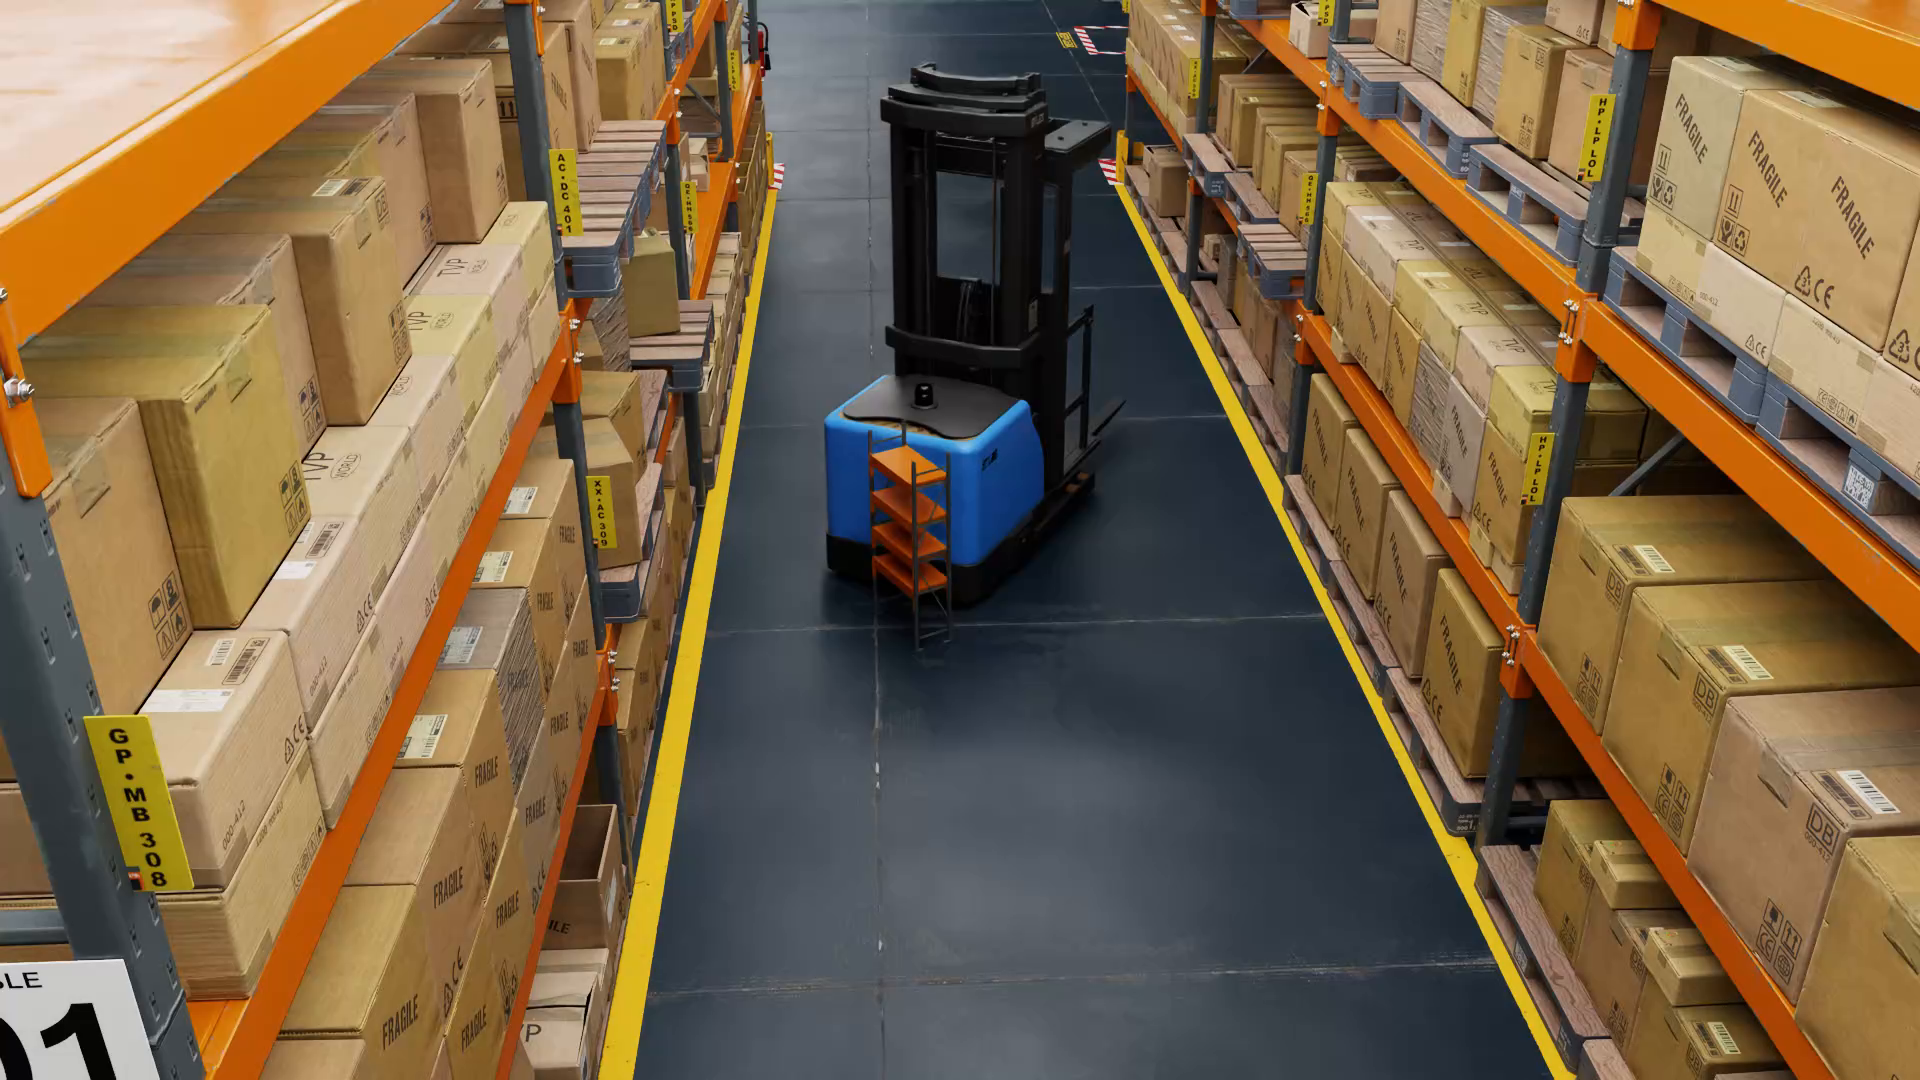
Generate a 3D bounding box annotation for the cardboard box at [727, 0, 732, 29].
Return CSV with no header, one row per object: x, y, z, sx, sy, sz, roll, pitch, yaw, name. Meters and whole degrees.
-2.558,-5.156,15.882,0.700,0.500,0.500,-1,28,-2,cardboard box

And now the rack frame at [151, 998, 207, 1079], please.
-1.797,2.136,3.410,1.000,3.000,0.127,-1,28,-3,rack frame

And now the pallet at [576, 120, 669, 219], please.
-2.027,-1.739,7.801,1.213,0.211,1.003,-1,28,-3,pallet

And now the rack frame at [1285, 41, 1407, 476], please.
2.732,-1.680,10.726,1.000,3.000,0.127,-1,28,-3,rack frame

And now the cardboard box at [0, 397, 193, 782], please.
-1.840,0.082,2.916,0.700,0.500,0.500,-1,28,-3,cardboard box

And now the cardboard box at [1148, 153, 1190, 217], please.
2.279,-3.536,16.513,0.700,0.500,0.500,-3,28,-6,cardboard box

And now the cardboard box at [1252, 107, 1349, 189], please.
2.603,-2.969,12.614,0.700,0.500,0.500,2,28,4,cardboard box

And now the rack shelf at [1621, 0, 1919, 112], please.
3.045,-1.072,4.285,1.077,0.370,4.000,-1,28,-3,rack shelf

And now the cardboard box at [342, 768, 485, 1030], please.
-1.613,0.965,4.467,0.500,0.500,0.500,-1,28,-2,cardboard box

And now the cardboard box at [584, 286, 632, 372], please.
-2.212,-1.074,9.003,0.700,0.500,0.500,4,28,7,cardboard box

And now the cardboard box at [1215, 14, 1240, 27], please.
2.625,-4.732,15.910,0.500,0.500,0.500,-1,28,-2,cardboard box

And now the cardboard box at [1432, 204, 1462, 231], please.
3.038,-1.755,9.608,0.500,0.250,0.500,-2,28,-4,cardboard box

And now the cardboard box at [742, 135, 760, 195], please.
-2.216,-3.619,16.154,0.500,0.500,0.500,-1,28,-3,cardboard box

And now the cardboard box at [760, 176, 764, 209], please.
-2.243,-3.518,16.770,0.500,0.250,0.500,-1,28,-3,cardboard box

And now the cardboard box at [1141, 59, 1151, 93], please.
2.085,-4.608,16.483,0.500,0.250,0.500,-2,28,-3,cardboard box

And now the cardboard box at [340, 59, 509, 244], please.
-1.942,-1.305,5.575,0.700,0.500,0.500,-1,28,-3,cardboard box

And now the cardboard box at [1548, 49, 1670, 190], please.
3.005,-1.811,7.150,0.700,0.500,0.500,-3,28,-5,cardboard box

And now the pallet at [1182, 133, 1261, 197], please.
2.418,-3.085,13.629,1.003,0.211,1.213,-1,28,-3,pallet

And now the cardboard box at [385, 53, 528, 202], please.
-1.959,-1.550,6.565,0.600,0.600,0.600,-4,28,-8,cardboard box

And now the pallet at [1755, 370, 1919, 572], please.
3.034,-0.183,4.709,1.003,0.211,1.213,-1,28,-3,pallet

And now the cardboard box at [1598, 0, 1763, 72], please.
3.026,-2.144,6.978,0.500,0.250,0.500,1,28,1,cardboard box

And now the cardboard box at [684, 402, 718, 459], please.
-1.949,-0.774,11.510,0.500,0.250,0.500,-1,28,-3,cardboard box

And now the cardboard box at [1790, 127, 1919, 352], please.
2.762,-0.858,4.696,0.500,0.500,0.500,-1,28,-2,cardboard box

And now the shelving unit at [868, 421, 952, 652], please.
-0.283,-0.016,9.480,0.258,1.200,0.503,-16,32,-27,shelving unit

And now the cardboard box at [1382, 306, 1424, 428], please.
2.580,-0.923,8.824,0.500,0.500,0.500,-1,28,-1,cardboard box

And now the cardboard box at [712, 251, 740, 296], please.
-2.083,-2.201,13.639,0.500,0.311,0.500,-1,28,-1,cardboard box

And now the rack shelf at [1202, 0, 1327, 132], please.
2.627,-3.614,11.970,1.077,0.370,4.000,-1,28,-3,rack shelf

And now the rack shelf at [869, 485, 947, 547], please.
-0.284,-0.154,9.407,0.258,0.148,0.480,-16,32,-27,rack shelf

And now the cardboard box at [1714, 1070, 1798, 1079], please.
2.960,2.153,5.627,0.700,0.500,0.500,-2,28,-4,cardboard box

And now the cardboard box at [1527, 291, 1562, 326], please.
3.112,-1.041,8.241,0.500,0.250,0.500,-2,28,-4,cardboard box

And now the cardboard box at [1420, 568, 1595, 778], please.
2.777,0.638,8.154,0.750,0.750,0.750,-1,28,-2,cardboard box

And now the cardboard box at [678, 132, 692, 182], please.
-2.372,-2.851,12.865,0.500,0.500,0.500,1,28,1,cardboard box

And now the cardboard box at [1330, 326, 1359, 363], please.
2.452,-1.178,10.015,0.380,0.149,0.250,-1,28,-1,cardboard box

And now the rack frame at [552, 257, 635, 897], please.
-2.006,0.289,6.952,1.000,3.000,0.127,-1,28,-3,rack frame

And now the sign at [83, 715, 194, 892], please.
-1.255,0.406,2.540,0.100,0.325,0.005,-1,28,-3,sign

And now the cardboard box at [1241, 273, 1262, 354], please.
2.641,-1.800,13.185,0.700,0.500,0.500,-1,28,-2,cardboard box

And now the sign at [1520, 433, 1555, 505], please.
2.399,-0.293,6.902,0.100,0.325,0.005,-1,28,-3,sign

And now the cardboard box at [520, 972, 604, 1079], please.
-1.654,1.889,6.317,0.500,0.311,0.500,-1,28,-3,cardboard box

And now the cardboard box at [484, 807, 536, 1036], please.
-1.637,1.180,5.136,0.500,0.500,0.500,-1,28,-2,cardboard box

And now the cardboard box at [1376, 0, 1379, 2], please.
2.924,-3.401,10.653,0.500,0.500,0.500,-1,28,-3,cardboard box

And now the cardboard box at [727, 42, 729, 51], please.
-2.316,-4.461,15.250,0.380,0.149,0.250,-2,28,-4,cardboard box

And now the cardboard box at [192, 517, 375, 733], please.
-1.583,0.177,3.546,0.500,0.250,0.500,-1,28,-3,cardboard box

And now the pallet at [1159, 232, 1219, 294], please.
2.453,-2.600,15.506,1.003,0.211,1.213,-1,28,-3,pallet

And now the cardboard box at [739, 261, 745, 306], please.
-2.113,-2.188,14.221,0.500,0.250,0.500,-2,28,-3,cardboard box

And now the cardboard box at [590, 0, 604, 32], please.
-2.172,-2.939,8.708,0.500,0.500,0.500,-1,28,-3,cardboard box

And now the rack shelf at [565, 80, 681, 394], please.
-2.110,-1.646,8.196,1.077,0.370,4.000,-1,28,-3,rack shelf

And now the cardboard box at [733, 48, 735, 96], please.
-2.569,-4.609,16.236,0.700,0.500,0.500,-1,28,-2,cardboard box

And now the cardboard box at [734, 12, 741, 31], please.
-2.394,-5.174,16.617,0.380,0.149,0.250,-2,28,-3,cardboard box

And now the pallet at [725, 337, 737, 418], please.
-2.279,-1.265,12.947,1.003,0.211,1.213,-1,28,-3,pallet

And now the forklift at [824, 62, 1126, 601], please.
0.268,-1.589,10.627,1.130,2.935,3.031,13,30,23,forklift

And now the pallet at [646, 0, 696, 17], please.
-2.401,-3.632,11.431,1.003,0.211,1.213,0,28,0,pallet

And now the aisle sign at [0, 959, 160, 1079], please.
-1.500,1.008,2.762,0.394,0.787,0.004,-1,28,-3,aisle sign

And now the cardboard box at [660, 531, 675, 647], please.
-1.871,0.263,9.230,0.500,0.500,0.500,-2,28,-5,cardboard box

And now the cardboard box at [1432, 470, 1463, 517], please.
2.563,-0.236,8.209,0.380,0.149,0.250,-1,28,-3,cardboard box

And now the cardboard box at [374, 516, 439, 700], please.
-1.611,0.167,4.104,0.500,0.250,0.500,-1,28,-3,cardboard box

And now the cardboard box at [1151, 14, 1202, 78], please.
2.114,-4.716,15.878,0.500,0.500,0.500,-1,28,-1,cardboard box
